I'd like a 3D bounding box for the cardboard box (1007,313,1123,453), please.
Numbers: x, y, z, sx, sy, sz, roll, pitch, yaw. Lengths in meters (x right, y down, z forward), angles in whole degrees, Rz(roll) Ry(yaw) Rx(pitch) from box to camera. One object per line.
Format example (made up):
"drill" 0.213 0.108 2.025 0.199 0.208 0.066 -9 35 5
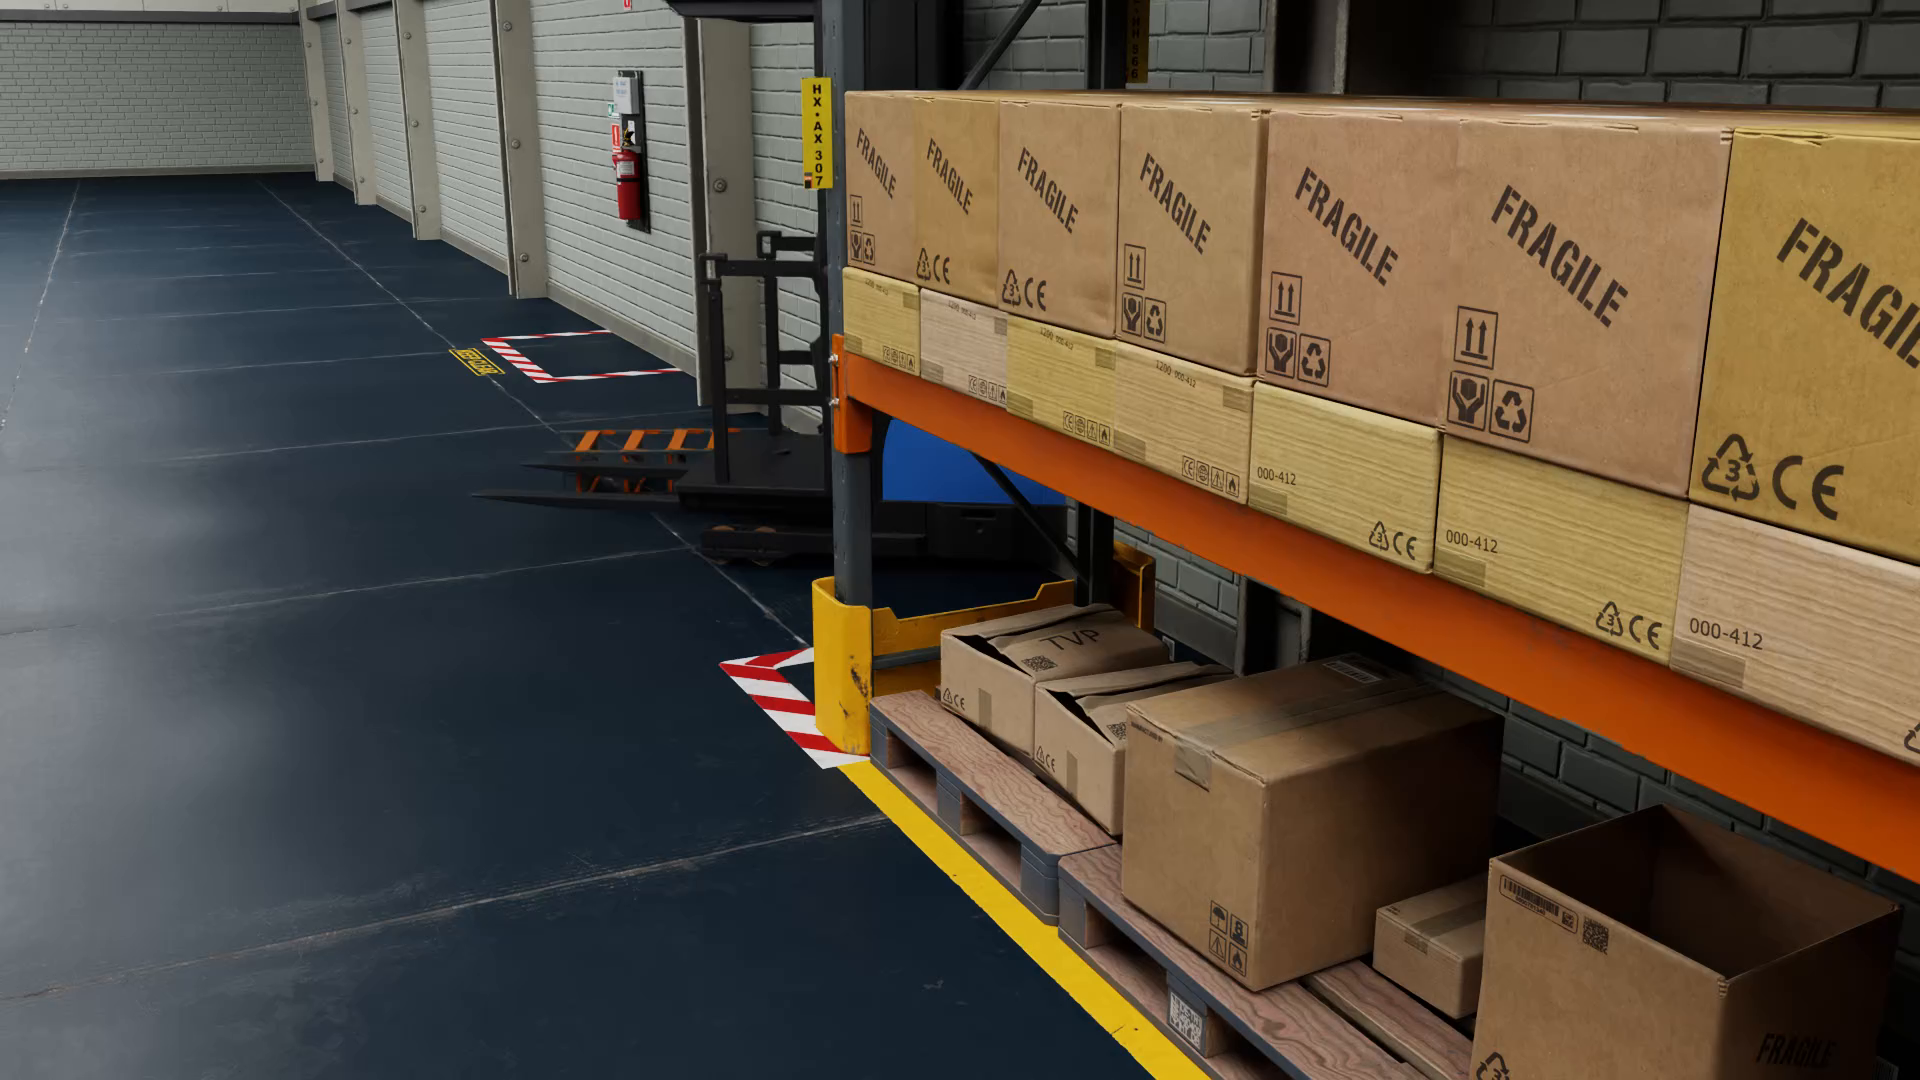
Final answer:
"cardboard box" 0.447 -0.400 3.943 0.500 0.250 0.500 -8 18 -26

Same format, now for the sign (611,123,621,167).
"sign" -2.682 -3.079 12.977 0.001 0.329 0.234 -8 18 -25

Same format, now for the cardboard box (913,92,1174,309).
"cardboard box" 0.207 -0.896 4.310 0.500 0.500 0.500 -8 18 -25

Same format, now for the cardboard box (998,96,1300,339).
"cardboard box" 0.428 -0.767 3.861 0.500 0.500 0.500 -8 18 -27

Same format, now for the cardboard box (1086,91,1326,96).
"cardboard box" 0.670 -0.957 4.523 0.500 0.500 0.500 -7 18 -24

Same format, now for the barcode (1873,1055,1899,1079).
"barcode" 1.710 0.993 3.093 0.001 0.075 0.075 -8 18 -25

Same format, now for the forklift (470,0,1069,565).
"forklift" -0.718 -1.440 7.454 3.031 2.935 1.130 2 16 7

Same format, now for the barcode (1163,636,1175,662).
"barcode" 0.650 0.339 5.192 0.001 0.075 0.075 -8 18 -25

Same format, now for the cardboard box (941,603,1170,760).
"cardboard box" 0.283 0.387 5.040 0.500 0.311 0.500 -10 19 -31

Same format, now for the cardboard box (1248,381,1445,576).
"cardboard box" 0.888 -0.150 3.071 0.500 0.250 0.500 -8 18 -25

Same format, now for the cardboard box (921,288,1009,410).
"cardboard box" 0.229 -0.527 4.386 0.500 0.250 0.500 -8 18 -27

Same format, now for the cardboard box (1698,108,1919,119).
"cardboard box" 1.571 -0.453 2.767 0.500 0.500 0.500 -8 18 -25

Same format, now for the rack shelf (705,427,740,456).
"rack shelf" -1.228 -0.408 8.639 0.148 0.258 0.480 -1 16 -4

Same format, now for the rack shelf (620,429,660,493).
"rack shelf" -1.649 -0.400 8.612 0.148 0.258 0.480 -1 16 -4

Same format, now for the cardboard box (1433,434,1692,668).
"cardboard box" 1.122 -0.027 2.643 0.500 0.250 0.500 -8 18 -25

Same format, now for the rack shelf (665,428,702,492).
"rack shelf" -1.426 -0.404 8.626 0.148 0.258 0.480 -1 16 -4

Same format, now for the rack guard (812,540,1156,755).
"rack guard" 0.094 0.344 5.645 1.175 0.500 0.348 -8 18 -25

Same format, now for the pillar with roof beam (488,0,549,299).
"pillar with roof beam" -7.982 -6.146 12.854 9.100 9.000 0.400 -8 18 -25

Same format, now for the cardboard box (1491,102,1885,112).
"cardboard box" 1.358 -0.577 3.200 0.500 0.500 0.500 -7 17 -23

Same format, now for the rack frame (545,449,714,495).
"rack frame" -1.476 -0.336 8.388 1.200 0.240 0.015 -1 16 -4

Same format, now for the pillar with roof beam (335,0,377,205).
"pillar with roof beam" -13.239 -9.122 23.222 9.100 9.000 0.400 -8 18 -25

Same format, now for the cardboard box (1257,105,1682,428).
"cardboard box" 0.893 -0.511 2.971 0.500 0.500 0.500 -8 18 -26

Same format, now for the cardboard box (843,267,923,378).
"cardboard box" -0.011 -0.654 4.828 0.500 0.250 0.500 -8 18 -27

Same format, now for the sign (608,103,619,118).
"sign" -2.688 -3.331 12.896 0.001 0.109 0.331 -8 18 -25

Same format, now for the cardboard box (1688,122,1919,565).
"cardboard box" 1.328 -0.262 2.102 0.500 0.500 0.500 -8 18 -25

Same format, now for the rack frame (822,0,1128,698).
"rack frame" 0.060 -0.876 5.366 1.000 3.000 0.127 -8 18 -25

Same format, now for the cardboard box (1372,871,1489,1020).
"cardboard box" 1.130 0.876 3.633 0.380 0.149 0.250 -9 18 -29

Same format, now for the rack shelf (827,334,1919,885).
"rack shelf" 0.937 -0.034 3.737 1.077 0.370 4.000 -8 18 -25

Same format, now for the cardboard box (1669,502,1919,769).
"cardboard box" 1.333 0.097 2.209 0.500 0.250 0.500 -8 18 -25

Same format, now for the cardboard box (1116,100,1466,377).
"cardboard box" 0.665 -0.640 3.420 0.500 0.500 0.500 -7 17 -23

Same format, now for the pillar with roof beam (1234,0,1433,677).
"pillar with roof beam" -2.725 -3.171 2.485 9.100 9.000 0.400 -8 18 -25

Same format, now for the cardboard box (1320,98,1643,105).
"cardboard box" 1.121 -0.704 3.643 0.500 0.500 0.500 -7 18 -24

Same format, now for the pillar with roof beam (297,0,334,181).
"pillar with roof beam" -15.868 -10.609 28.407 9.100 9.000 0.400 -8 18 -25

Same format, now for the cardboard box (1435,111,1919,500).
"cardboard box" 1.104 -0.385 2.531 0.500 0.500 0.500 -8 18 -25

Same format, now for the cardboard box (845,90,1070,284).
"cardboard box" -0.001 -1.019 4.741 0.500 0.500 0.500 -8 18 -25

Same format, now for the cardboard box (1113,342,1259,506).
"cardboard box" 0.666 -0.275 3.505 0.500 0.250 0.500 -7 18 -24

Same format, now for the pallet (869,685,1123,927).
"pallet" 0.418 0.689 4.968 1.003 0.211 1.213 -8 18 -25

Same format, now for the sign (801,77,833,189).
"sign" -0.427 -1.227 5.018 0.100 0.325 0.005 -8 18 -25

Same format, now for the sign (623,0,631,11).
"sign" -2.446 -4.041 12.190 0.001 0.298 0.199 -8 18 -25

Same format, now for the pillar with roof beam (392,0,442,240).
"pillar with roof beam" -10.611 -7.634 18.038 9.100 9.000 0.400 -8 18 -25

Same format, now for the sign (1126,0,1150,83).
"sign" 0.568 -1.647 5.379 0.100 0.325 0.005 -8 18 -25

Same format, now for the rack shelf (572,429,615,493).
"rack shelf" -1.885 -0.396 8.596 0.148 0.258 0.480 -1 16 -4

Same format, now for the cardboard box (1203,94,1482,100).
"cardboard box" 0.900 -0.829 4.079 0.500 0.500 0.500 -8 18 -26

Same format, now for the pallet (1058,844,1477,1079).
"pallet" 0.948 0.991 3.915 1.003 0.211 1.213 -8 18 -25

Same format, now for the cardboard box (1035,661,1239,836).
"cardboard box" 0.532 0.529 4.548 0.500 0.311 0.500 -6 17 -20

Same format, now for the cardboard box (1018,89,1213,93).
"cardboard box" 0.458 -1.083 4.963 0.500 0.500 0.500 -8 18 -26

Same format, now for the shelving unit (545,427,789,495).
"shelving unit" -1.493 -0.403 8.622 1.200 0.258 0.503 -1 16 -4

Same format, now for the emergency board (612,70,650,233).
"emergency board" -2.532 -2.912 12.461 0.194 1.169 0.643 -8 18 -25

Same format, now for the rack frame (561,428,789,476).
"rack frame" -1.510 -0.470 8.856 1.200 0.240 0.015 -1 16 -4

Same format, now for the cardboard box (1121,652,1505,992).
"cardboard box" 0.809 0.626 3.867 0.700 0.500 0.500 -9 18 -28

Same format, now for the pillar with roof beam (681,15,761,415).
"pillar with roof beam" -5.354 -4.658 7.669 9.100 9.000 0.400 -8 18 -25

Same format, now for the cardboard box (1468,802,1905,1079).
"cardboard box" 1.322 0.853 3.074 0.500 0.500 0.500 -9 18 -29
